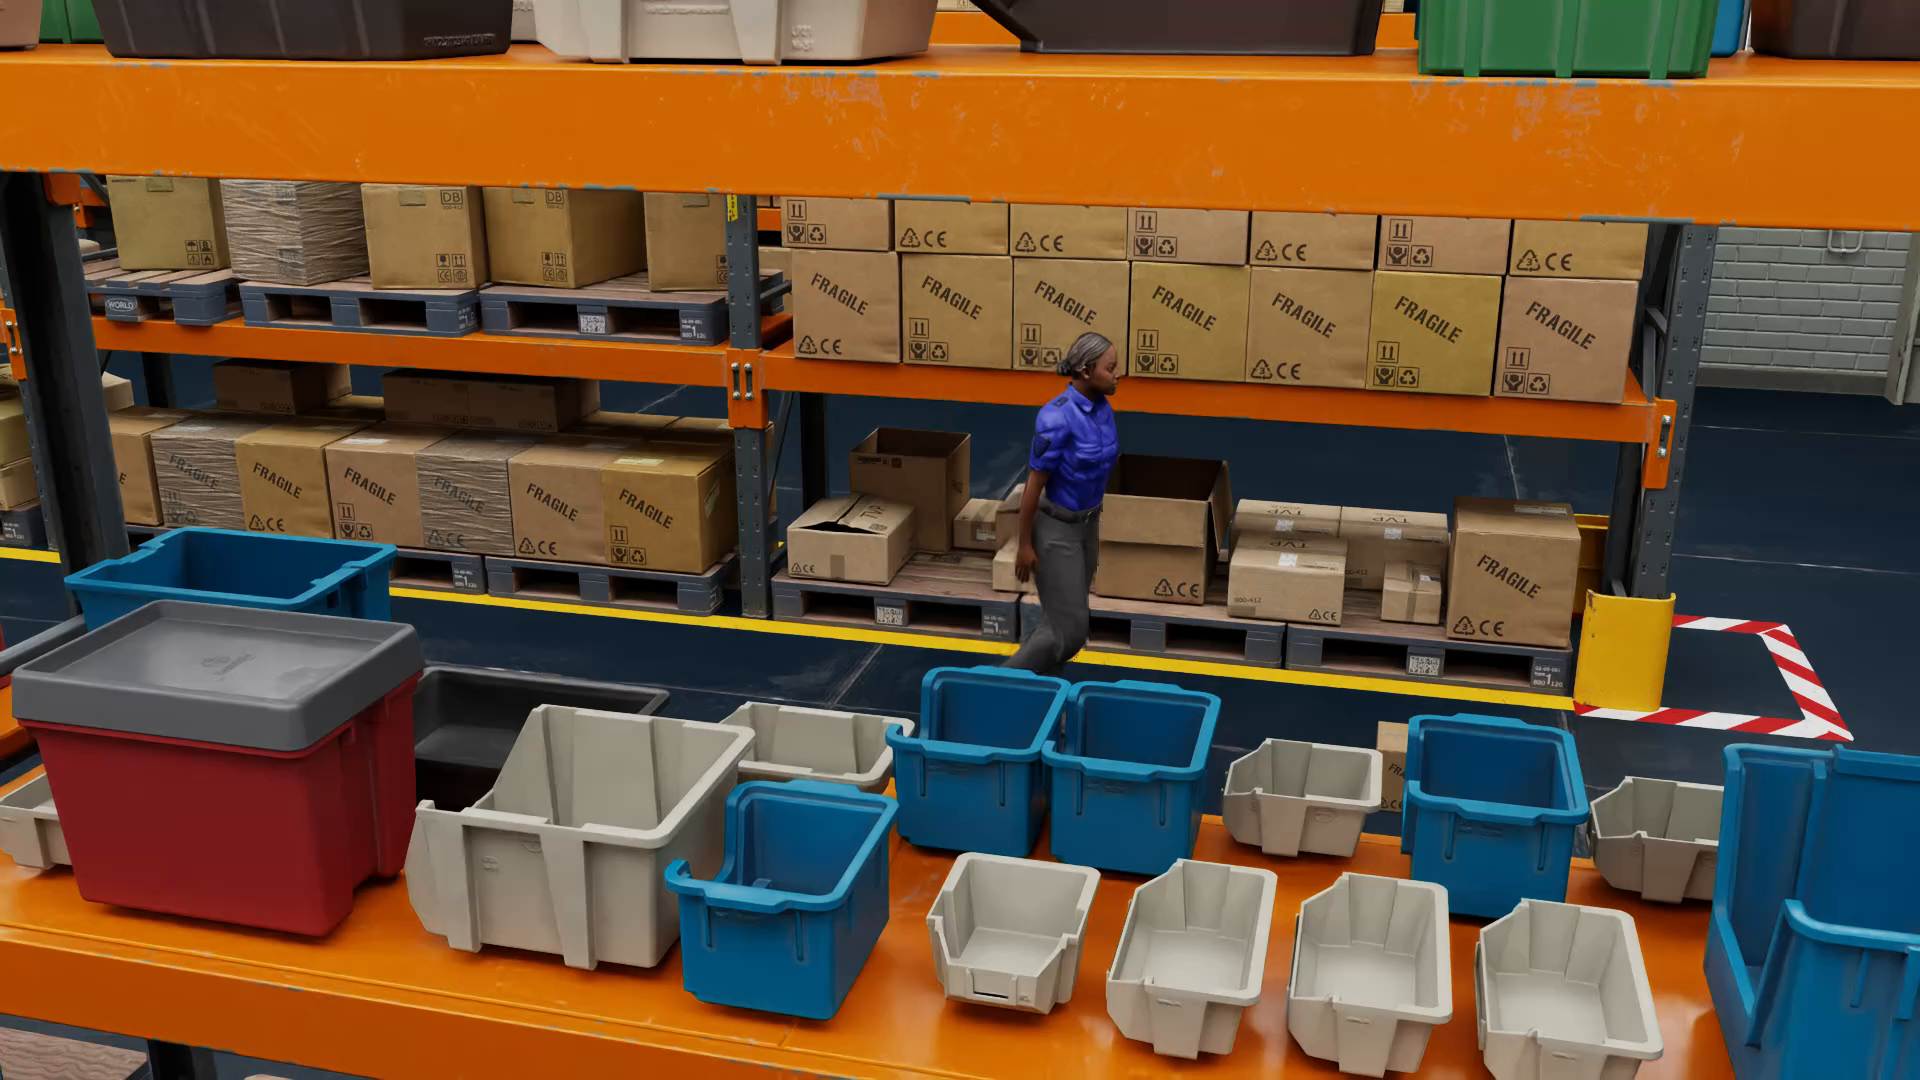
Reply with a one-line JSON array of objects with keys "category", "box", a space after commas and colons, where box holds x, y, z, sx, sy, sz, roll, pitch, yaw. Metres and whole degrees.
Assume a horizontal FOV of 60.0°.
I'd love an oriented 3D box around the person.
[{"category": "person", "box": [0.375, -0.010, 6.572, 0.466, 1.649, 0.511, 11, 21, 30]}]
